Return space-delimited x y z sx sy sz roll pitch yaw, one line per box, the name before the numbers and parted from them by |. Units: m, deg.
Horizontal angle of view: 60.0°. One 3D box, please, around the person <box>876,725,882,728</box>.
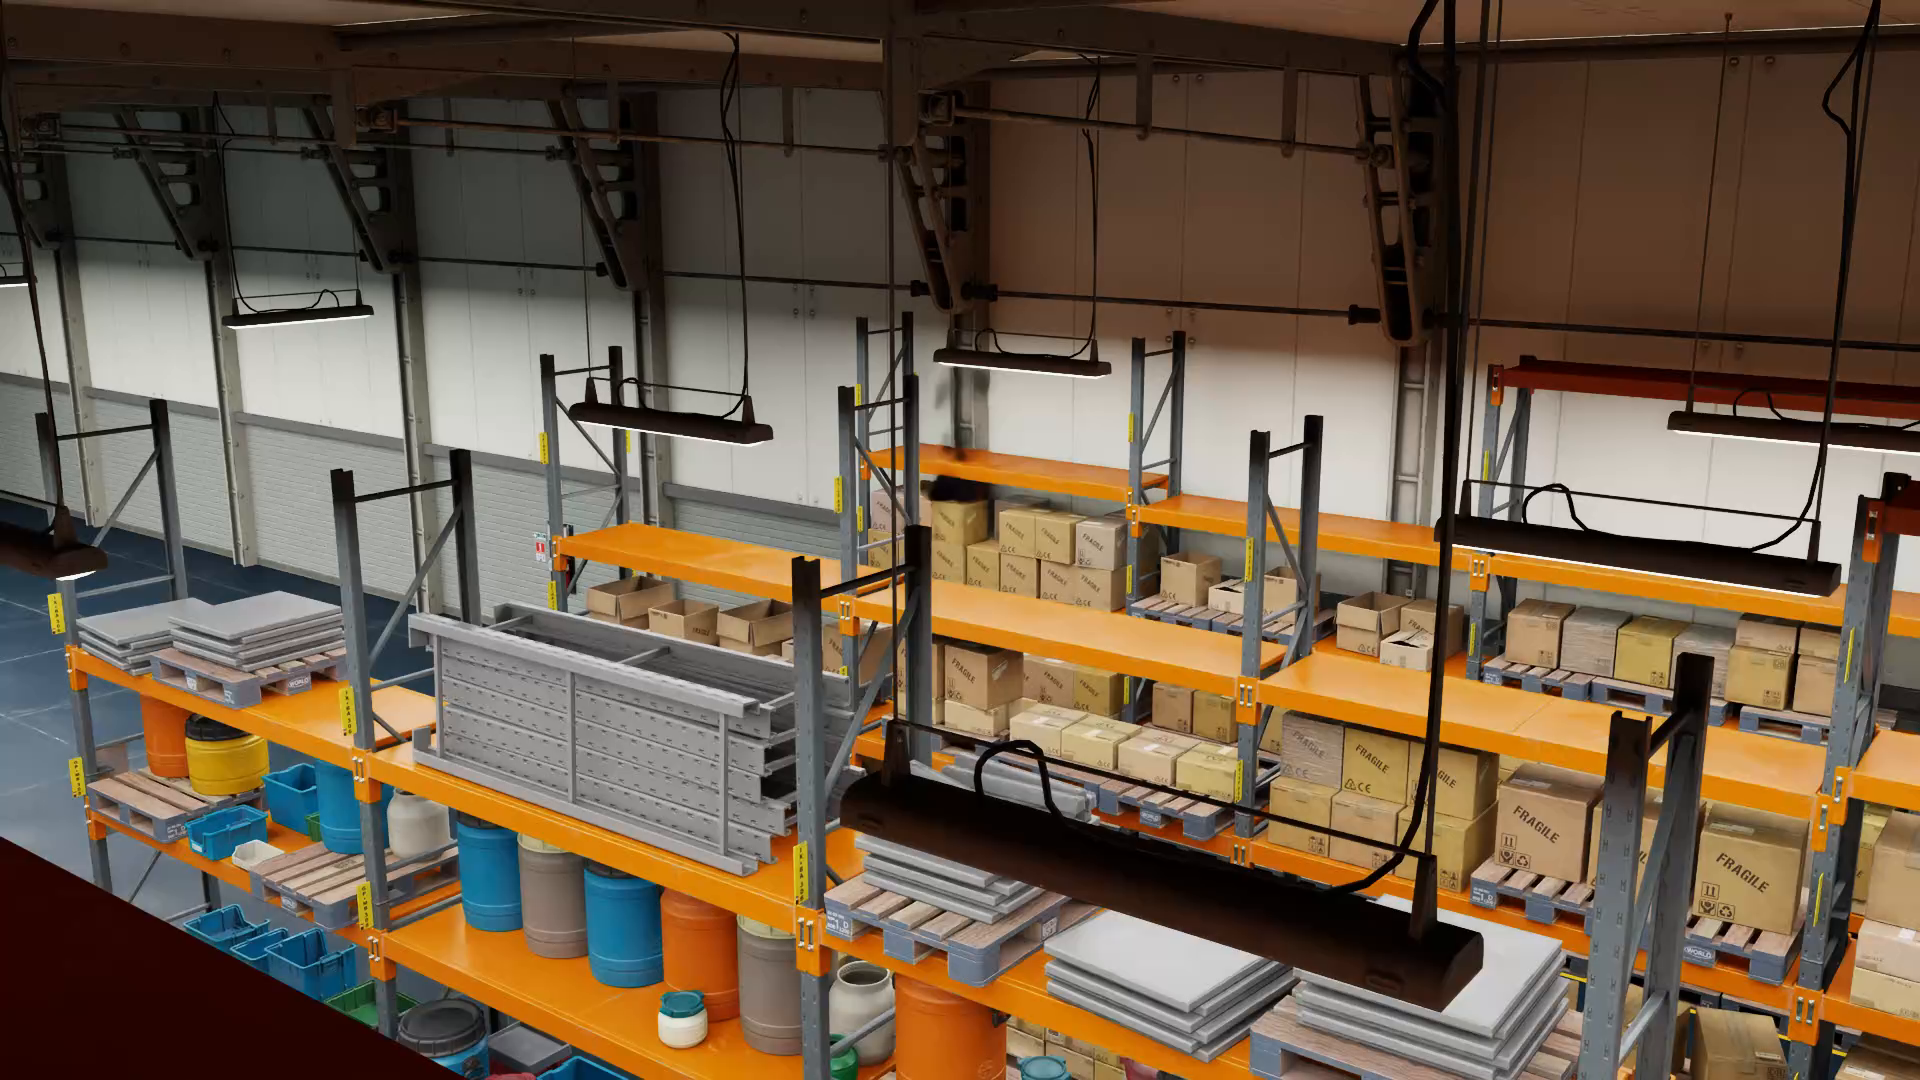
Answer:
person | -0.829 2.901 18.769 1.047 1.802 0.704 7 15 28
